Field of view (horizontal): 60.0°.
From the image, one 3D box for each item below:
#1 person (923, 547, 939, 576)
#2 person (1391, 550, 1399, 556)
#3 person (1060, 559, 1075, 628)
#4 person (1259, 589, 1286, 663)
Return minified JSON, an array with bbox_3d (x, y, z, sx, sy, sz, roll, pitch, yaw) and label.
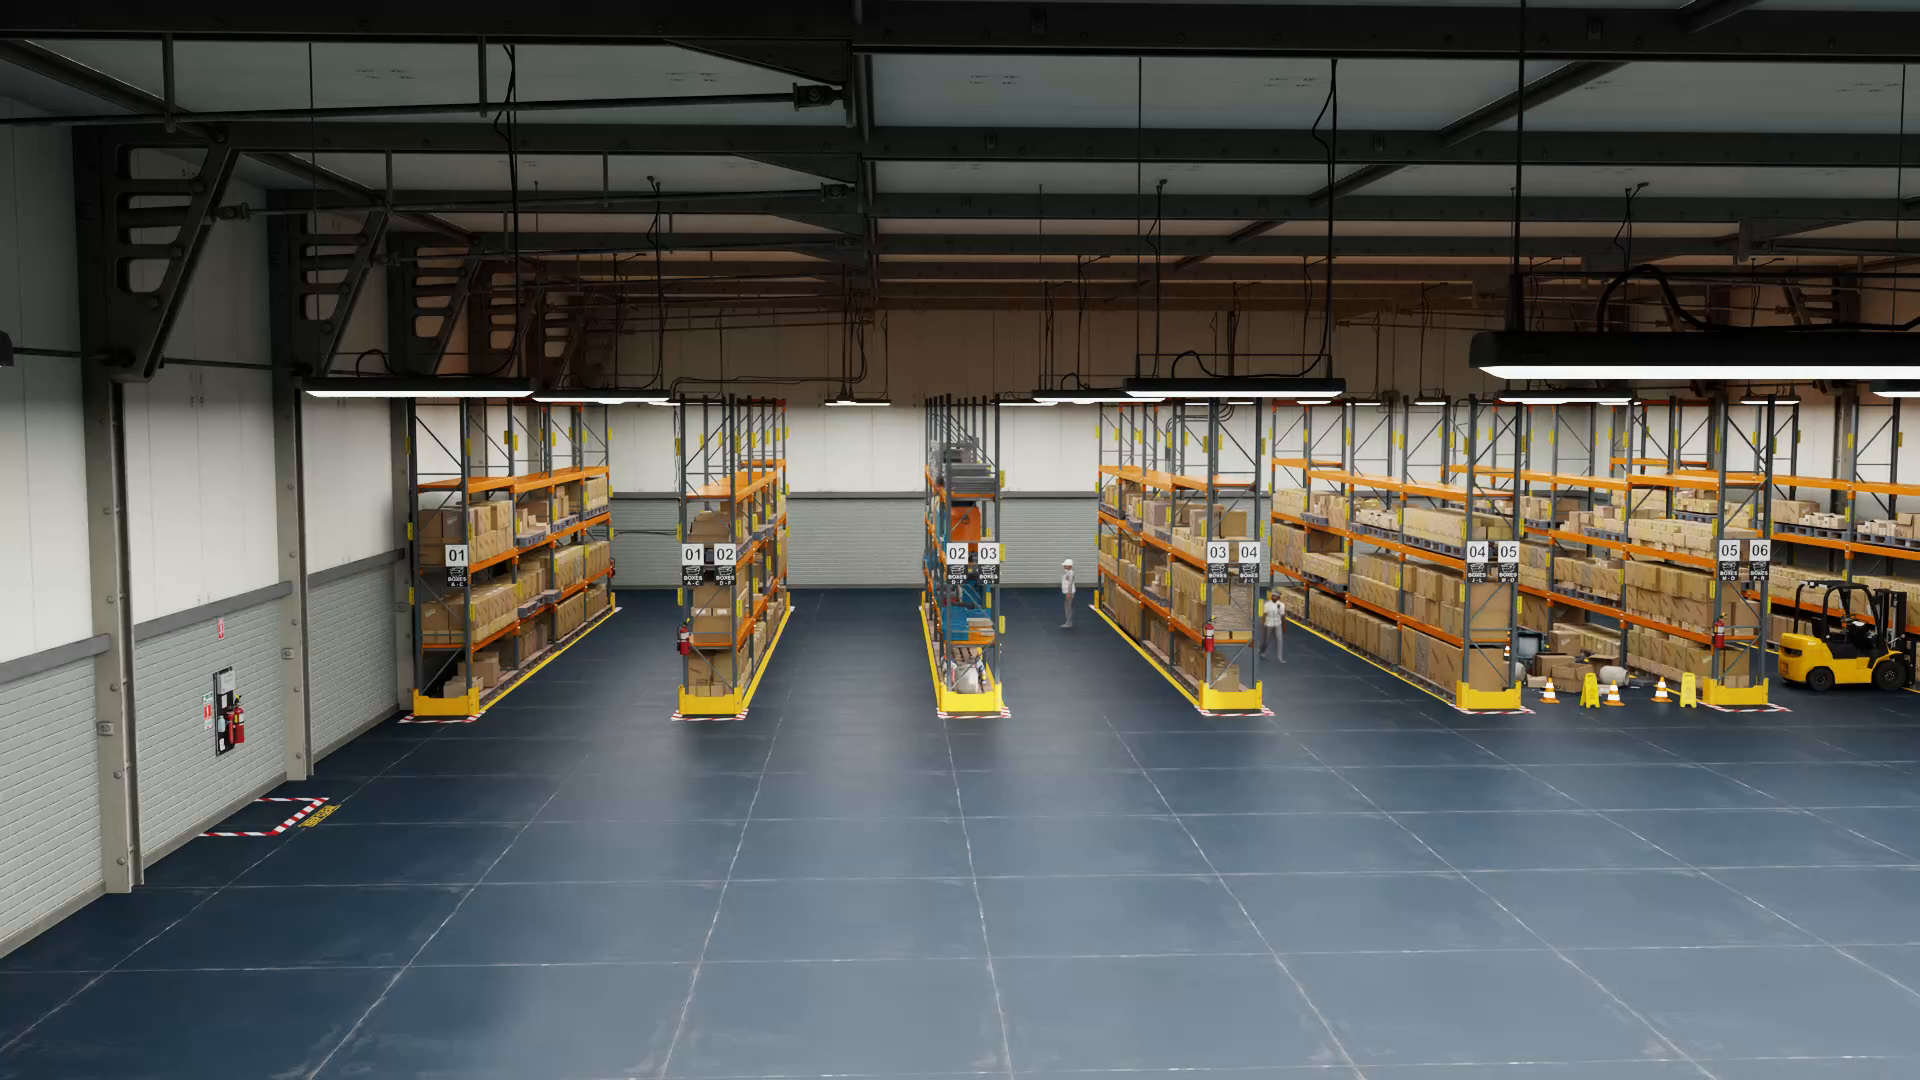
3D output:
[{"bbox_3d":[-0.812,0.928,49.918,0.540,1.761,0.399,-3,5,-35],"label":"person"},{"bbox_3d":[12.813,0.964,49.287,1.053,1.747,0.671,0,5,-5],"label":"person"},{"bbox_3d":[2.811,1.393,43.464,0.383,1.772,0.607,0,5,0],"label":"person"},{"bbox_3d":[7.090,1.931,37.617,0.589,1.647,0.964,-1,5,-9],"label":"person"}]
